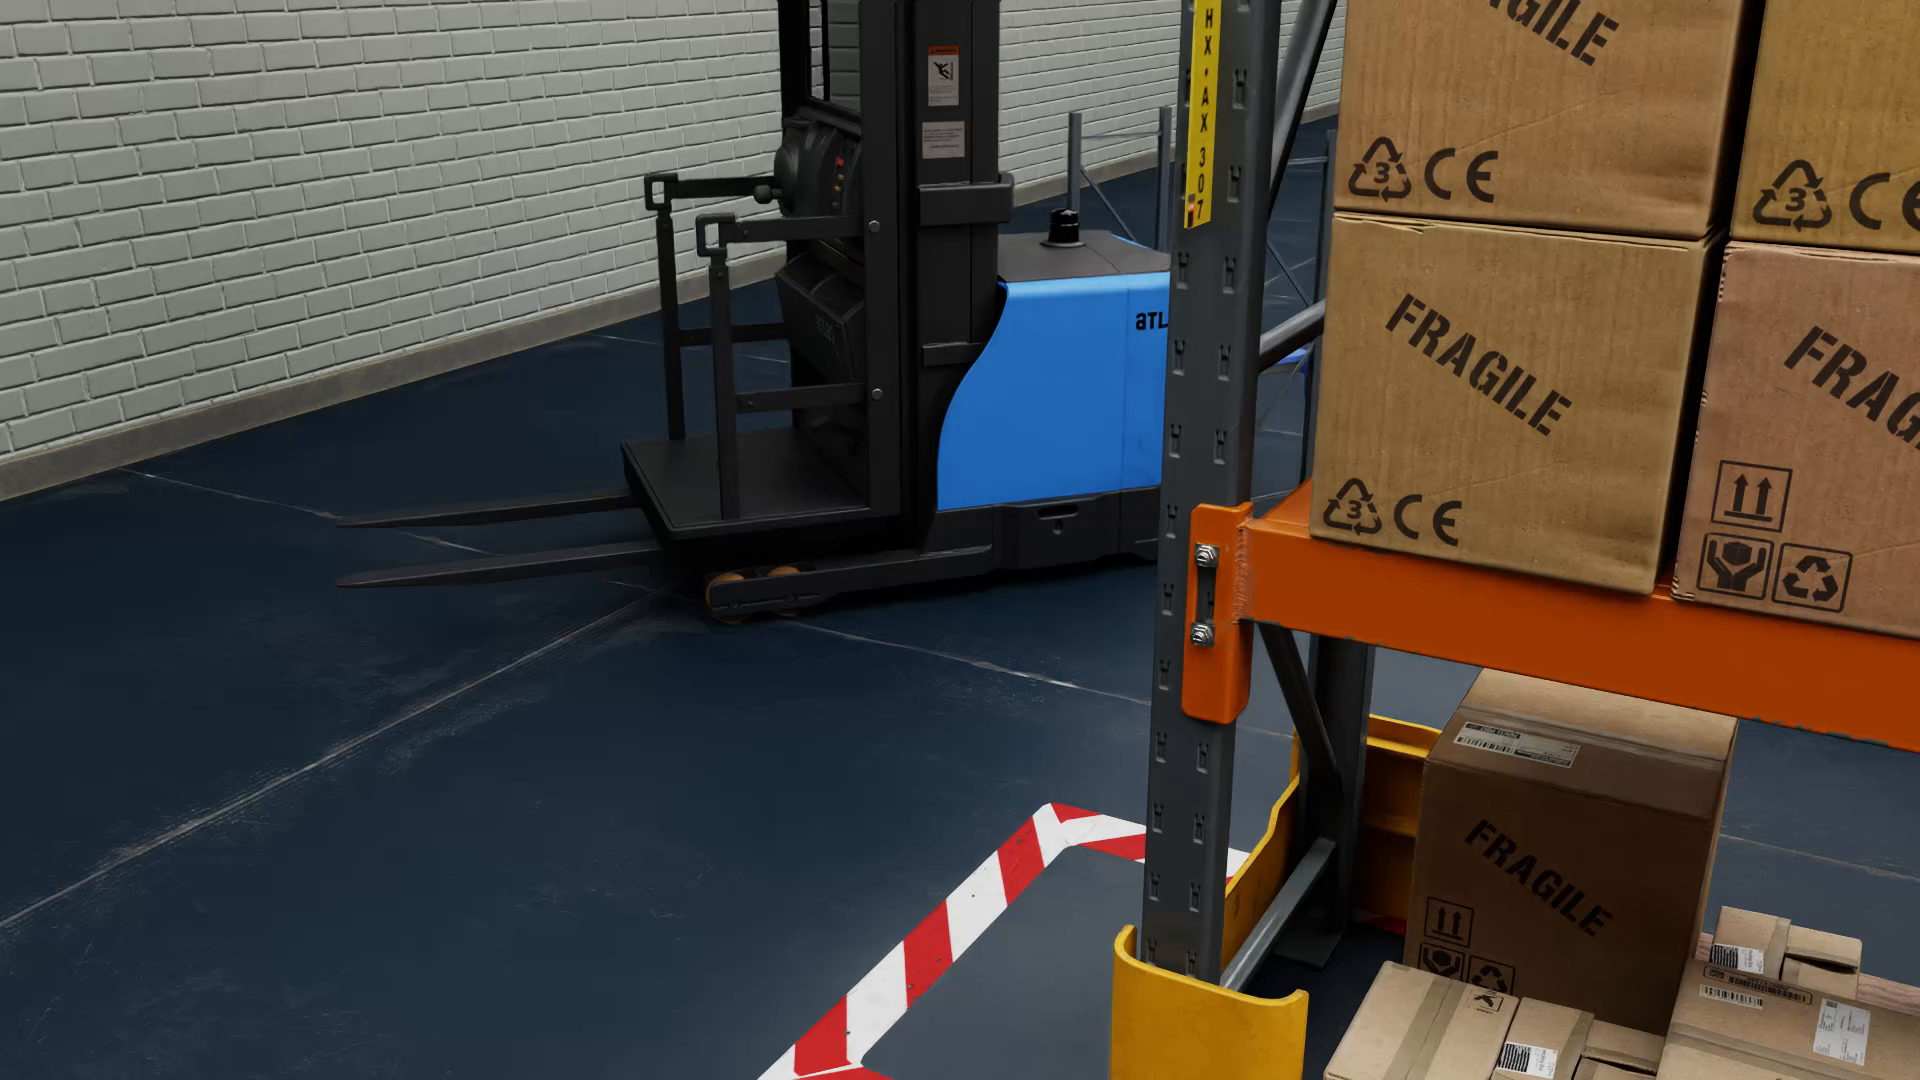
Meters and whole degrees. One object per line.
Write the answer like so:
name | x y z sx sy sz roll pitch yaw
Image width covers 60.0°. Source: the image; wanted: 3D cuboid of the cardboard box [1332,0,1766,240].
cardboard box | 0.876 -0.739 2.390 0.500 0.500 0.500 12 23 29

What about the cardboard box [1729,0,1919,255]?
cardboard box | 1.336 -0.654 2.156 0.500 0.500 0.500 11 23 28

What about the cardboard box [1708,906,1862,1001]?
cardboard box | 1.521 0.862 3.099 0.250 0.166 0.380 11 23 27

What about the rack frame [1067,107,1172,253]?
rack frame | 0.665 -1.069 7.113 0.500 1.500 0.032 -11 23 -28

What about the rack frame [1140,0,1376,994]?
rack frame | 0.617 -0.374 2.997 0.127 3.000 1.000 11 23 27

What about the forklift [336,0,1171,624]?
forklift | -0.672 -1.300 5.649 3.031 2.935 1.130 -7 21 -18

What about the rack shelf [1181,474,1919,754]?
rack shelf | 2.363 0.297 2.203 4.000 0.370 1.077 11 23 27

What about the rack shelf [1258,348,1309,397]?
rack shelf | 0.922 -0.750 6.762 0.538 0.185 1.000 -11 23 -28

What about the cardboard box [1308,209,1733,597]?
cardboard box | 0.876 -0.269 2.560 0.500 0.500 0.500 11 23 28

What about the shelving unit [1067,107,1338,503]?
shelving unit | 0.922 -0.919 6.700 0.538 1.500 1.048 -11 23 -28

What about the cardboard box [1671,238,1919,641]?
cardboard box | 1.329 -0.184 2.328 0.500 0.500 0.500 11 22 27

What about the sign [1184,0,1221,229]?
sign | 0.352 -0.619 2.404 0.005 0.325 0.100 11 23 27

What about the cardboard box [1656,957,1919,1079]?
cardboard box | 1.390 0.970 2.680 0.500 0.250 0.500 11 23 27

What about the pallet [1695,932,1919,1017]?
pallet | 1.380 1.082 3.073 1.213 0.211 1.003 11 23 27

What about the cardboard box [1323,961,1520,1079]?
cardboard box | 0.815 0.931 2.934 0.250 0.149 0.380 11 23 27

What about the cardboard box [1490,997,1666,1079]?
cardboard box | 1.033 0.965 2.817 0.250 0.166 0.380 11 23 27

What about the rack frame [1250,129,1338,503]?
rack frame | 1.179 -0.770 6.288 0.500 1.500 0.032 -11 23 -28

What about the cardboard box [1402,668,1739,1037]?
cardboard box | 1.212 0.611 3.301 0.500 0.500 0.500 11 23 27

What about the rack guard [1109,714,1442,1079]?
rack guard | 0.683 0.814 3.388 0.348 0.500 1.175 11 23 27
